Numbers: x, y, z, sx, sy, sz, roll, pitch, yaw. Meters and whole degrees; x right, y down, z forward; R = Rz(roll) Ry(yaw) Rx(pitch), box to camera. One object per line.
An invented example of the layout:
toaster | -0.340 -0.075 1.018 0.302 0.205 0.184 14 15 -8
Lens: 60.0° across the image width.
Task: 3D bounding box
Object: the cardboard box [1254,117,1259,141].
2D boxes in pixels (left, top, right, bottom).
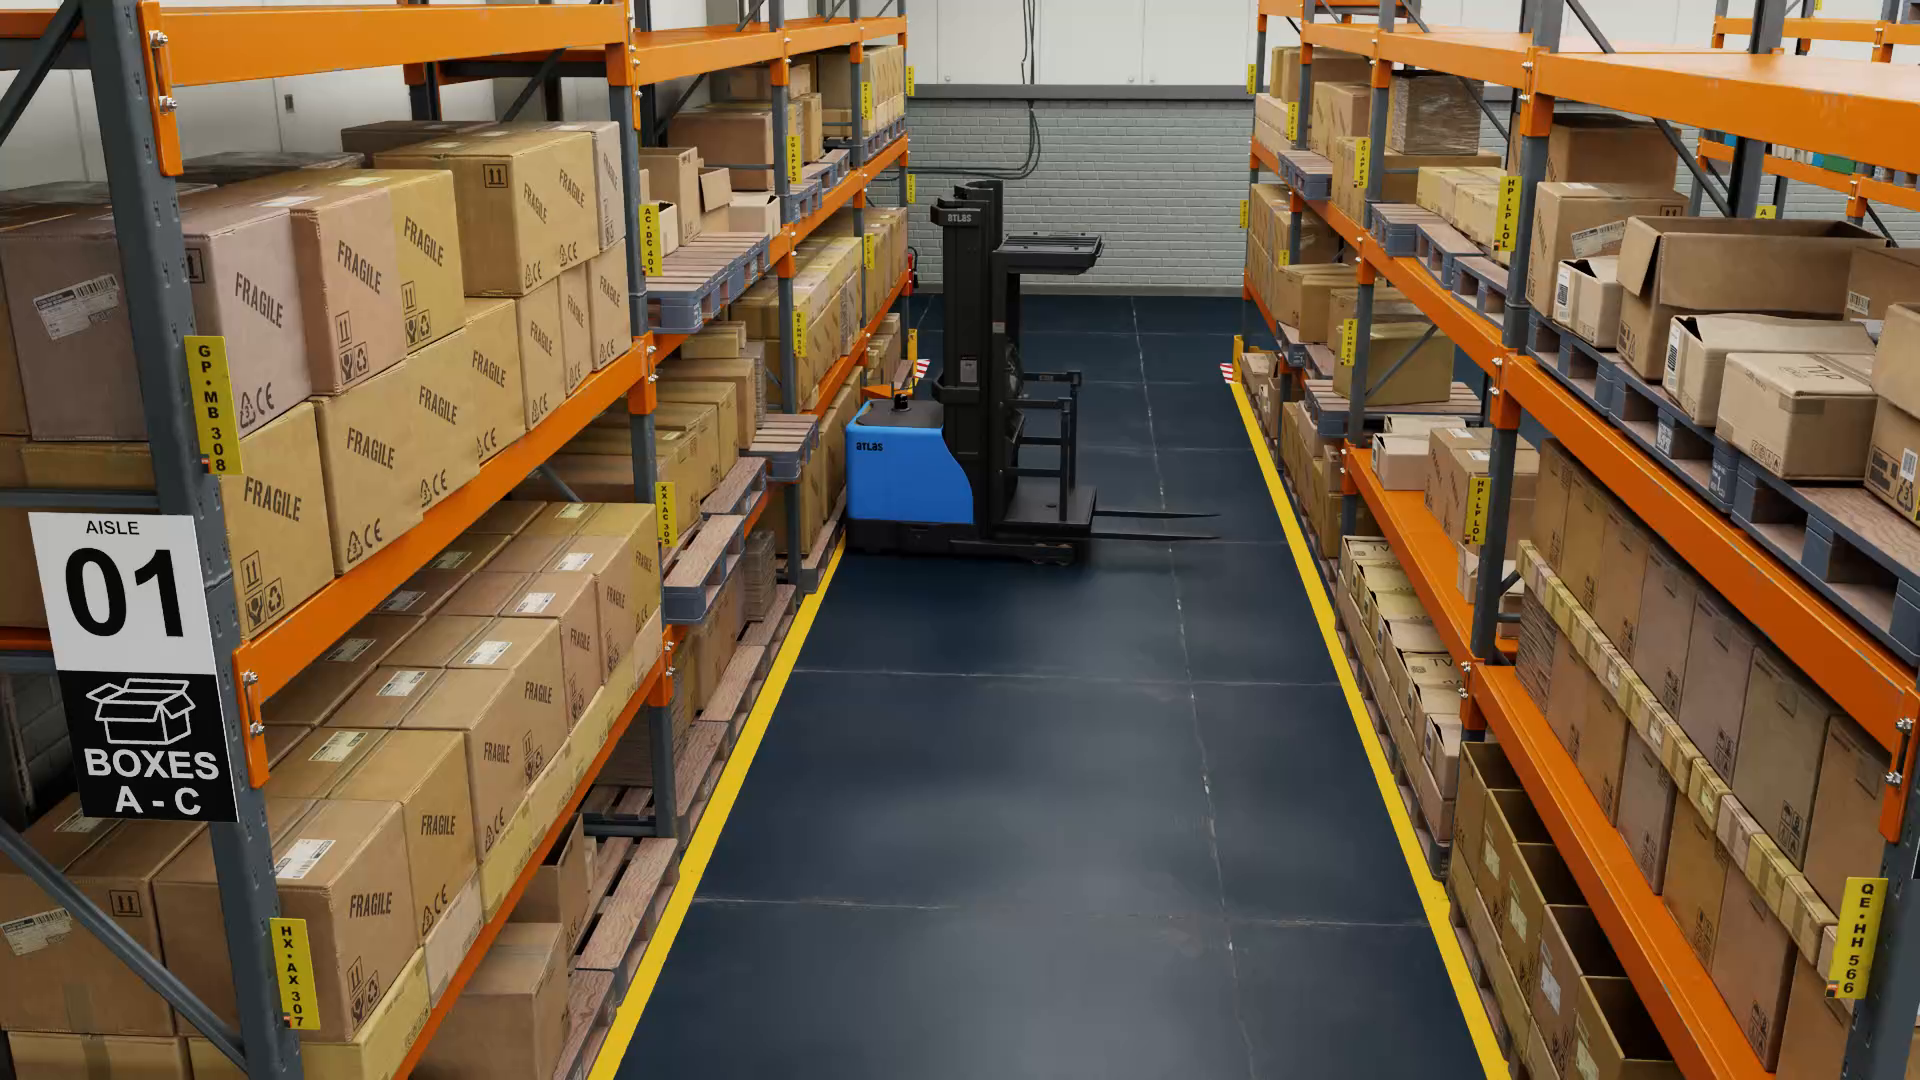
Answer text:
cardboard box | 3.537 -4.539 18.383 0.500 0.250 0.500 1 18 4

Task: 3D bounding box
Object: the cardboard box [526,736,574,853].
cardboard box | -1.805 0.961 6.380 0.500 0.250 0.500 1 18 4

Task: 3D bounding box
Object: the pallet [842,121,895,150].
pallet | -1.241 -4.221 17.313 1.003 0.211 1.213 1 18 4

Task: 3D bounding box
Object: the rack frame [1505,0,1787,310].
rack frame | 2.967 -2.463 6.988 1.000 3.000 0.127 1 18 4

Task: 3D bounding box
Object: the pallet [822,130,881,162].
pallet | -1.332 -3.843 16.160 1.003 0.211 1.213 1 18 4

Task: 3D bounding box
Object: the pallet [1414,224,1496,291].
pallet | 3.217 -1.630 9.566 1.003 0.211 1.213 2 18 6

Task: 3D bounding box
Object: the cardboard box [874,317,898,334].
cardboard box | -0.909 -2.425 18.806 0.380 0.149 0.250 2 18 5

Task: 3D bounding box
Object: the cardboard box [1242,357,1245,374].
cardboard box | 3.437 -2.002 19.058 0.380 0.166 0.250 1 18 4

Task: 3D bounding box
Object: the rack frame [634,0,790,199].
rack frame | -1.687 -3.815 11.113 1.000 3.000 0.127 1 18 4

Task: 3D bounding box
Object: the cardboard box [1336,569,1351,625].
cardboard box | 2.923 0.409 11.600 0.500 0.250 0.500 1 18 4

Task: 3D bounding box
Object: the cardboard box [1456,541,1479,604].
cardboard box | 2.847 0.175 8.789 0.396 0.266 0.258 1 18 3

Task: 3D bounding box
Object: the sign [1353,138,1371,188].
sign | 2.713 -2.538 11.205 0.100 0.325 0.005 1 18 4

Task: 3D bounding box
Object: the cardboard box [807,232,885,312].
cardboard box | -1.288 -2.743 16.996 0.980 0.700 0.700 1 18 3

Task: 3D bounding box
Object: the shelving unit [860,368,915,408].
shelving unit | -0.633 -0.867 14.642 0.258 1.200 0.503 -13 22 -34

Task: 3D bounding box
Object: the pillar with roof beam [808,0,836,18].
pillar with roof beam | 2.511 -7.061 21.021 9.100 9.000 0.400 1 18 4

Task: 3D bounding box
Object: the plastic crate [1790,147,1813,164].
plastic crate | 8.192 -3.689 15.969 0.293 0.136 0.466 1 18 4

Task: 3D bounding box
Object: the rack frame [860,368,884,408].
rack frame | -0.778 -0.928 14.828 0.240 1.200 0.015 -13 22 -34

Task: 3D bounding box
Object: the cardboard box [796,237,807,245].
cardboard box | -1.693 -2.624 15.239 0.500 0.250 0.500 2 18 6

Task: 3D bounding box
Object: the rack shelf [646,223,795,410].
rack shelf | -1.831 -1.426 9.797 1.077 0.370 4.000 1 18 4

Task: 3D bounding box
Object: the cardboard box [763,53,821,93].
cardboard box | -1.583 -4.386 15.875 0.500 0.500 0.500 1 18 3

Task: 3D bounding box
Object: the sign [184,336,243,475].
sign | -1.720 -0.308 3.825 0.100 0.325 0.005 1 18 4

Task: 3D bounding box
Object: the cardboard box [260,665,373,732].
cardboard box | -2.360 0.758 5.796 0.500 0.500 0.500 1 18 2

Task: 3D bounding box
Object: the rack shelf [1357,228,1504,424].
rack shelf | 3.110 -1.317 9.463 1.077 0.370 4.000 1 18 4

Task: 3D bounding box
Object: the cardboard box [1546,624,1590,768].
cardboard box | 2.910 0.642 6.985 0.700 0.500 0.500 1 18 3

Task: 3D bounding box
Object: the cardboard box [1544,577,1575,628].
cardboard box | 2.720 0.269 7.081 0.380 0.149 0.250 1 18 2

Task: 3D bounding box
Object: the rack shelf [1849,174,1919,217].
rack shelf | 8.338 -2.447 12.913 1.077 0.370 4.000 1 18 4

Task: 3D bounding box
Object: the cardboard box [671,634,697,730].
cardboard box | -1.951 0.867 9.769 0.700 0.500 0.500 1 18 3

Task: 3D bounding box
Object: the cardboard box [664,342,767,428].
cardboard box | -1.711 -1.074 11.517 0.700 0.500 0.500 -1 18 -3

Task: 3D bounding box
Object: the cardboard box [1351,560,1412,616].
cardboard box | 2.894 0.306 11.014 0.500 0.311 0.500 1 18 3

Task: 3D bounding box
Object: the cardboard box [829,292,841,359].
cardboard box | -1.284 -1.786 13.885 0.500 0.500 0.500 2 18 5

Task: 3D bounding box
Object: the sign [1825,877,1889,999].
sign | 2.140 0.951 3.964 0.100 0.325 0.005 1 18 4

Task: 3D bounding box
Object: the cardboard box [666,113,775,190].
cardboard box | -1.711 -2.795 11.951 0.700 0.500 0.500 0 18 0

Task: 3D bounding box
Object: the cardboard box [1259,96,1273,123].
cardboard box | 3.488 -4.622 17.832 0.500 0.250 0.500 1 18 4

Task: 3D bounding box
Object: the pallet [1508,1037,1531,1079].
pallet | 2.783 2.339 6.446 1.003 0.211 1.213 1 18 4

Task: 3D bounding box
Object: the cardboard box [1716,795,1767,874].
cardboard box | 2.573 0.913 5.118 0.380 0.149 0.250 2 18 5

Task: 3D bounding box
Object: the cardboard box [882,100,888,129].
cardboard box | -1.008 -4.334 16.920 0.500 0.250 0.500 1 18 2

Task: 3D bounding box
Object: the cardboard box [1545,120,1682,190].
cardboard box | 3.051 -1.713 7.878 0.500 0.500 0.500 2 18 5

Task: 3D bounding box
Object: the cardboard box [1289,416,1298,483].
cardboard box | 3.236 -0.807 14.877 0.500 0.500 0.500 2 18 5

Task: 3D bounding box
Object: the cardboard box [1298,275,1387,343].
cardboard box | 3.297 -1.987 14.334 0.700 0.500 0.500 4 19 13

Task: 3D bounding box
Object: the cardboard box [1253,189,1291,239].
cardboard box | 3.503 -3.567 18.226 0.500 0.500 0.500 1 18 4

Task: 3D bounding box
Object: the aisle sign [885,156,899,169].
aisle sign | -0.810 -4.700 19.273 0.394 0.787 0.004 1 18 4

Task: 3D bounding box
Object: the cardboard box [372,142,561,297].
cardboard box | -1.795 -1.185 6.105 0.500 0.500 0.500 1 18 2

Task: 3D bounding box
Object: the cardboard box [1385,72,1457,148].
cardboard box | 3.328 -3.096 11.971 0.500 0.500 0.500 1 18 4

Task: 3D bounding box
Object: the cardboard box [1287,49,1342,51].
cardboard box | 3.757 -4.816 17.220 0.700 0.500 0.500 1 18 4

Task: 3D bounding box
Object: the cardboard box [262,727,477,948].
cardboard box | -1.882 0.931 5.268 0.500 0.500 0.500 1 18 4

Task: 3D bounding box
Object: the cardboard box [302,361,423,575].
cardboard box | -1.913 -0.226 4.785 0.500 0.500 0.500 2 18 8

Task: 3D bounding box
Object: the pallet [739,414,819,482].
pallet | -1.632 -0.649 11.394 1.213 0.211 1.003 1 18 4

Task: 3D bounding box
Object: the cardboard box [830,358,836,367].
cardboard box | -1.277 -1.591 14.334 0.380 0.149 0.250 1 18 2

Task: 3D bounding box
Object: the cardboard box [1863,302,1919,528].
cardboard box | 2.726 -0.289 4.105 0.797 0.503 0.637 3 18 8

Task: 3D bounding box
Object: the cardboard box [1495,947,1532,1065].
cardboard box | 2.549 1.943 6.919 0.500 0.250 0.500 1 18 4

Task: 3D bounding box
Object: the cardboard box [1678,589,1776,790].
cardboard box | 2.798 0.485 5.382 0.700 0.500 0.500 1 18 4

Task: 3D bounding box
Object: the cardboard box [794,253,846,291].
cardboard box | -1.262 -2.293 14.229 0.500 0.250 0.500 2 18 5

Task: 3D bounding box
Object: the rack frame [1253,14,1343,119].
rack frame | 3.827 -6.190 18.362 1.000 3.000 0.127 1 18 4

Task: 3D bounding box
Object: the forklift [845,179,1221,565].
forklift | 0.622 -1.367 13.387 3.031 2.935 1.130 2 18 7
